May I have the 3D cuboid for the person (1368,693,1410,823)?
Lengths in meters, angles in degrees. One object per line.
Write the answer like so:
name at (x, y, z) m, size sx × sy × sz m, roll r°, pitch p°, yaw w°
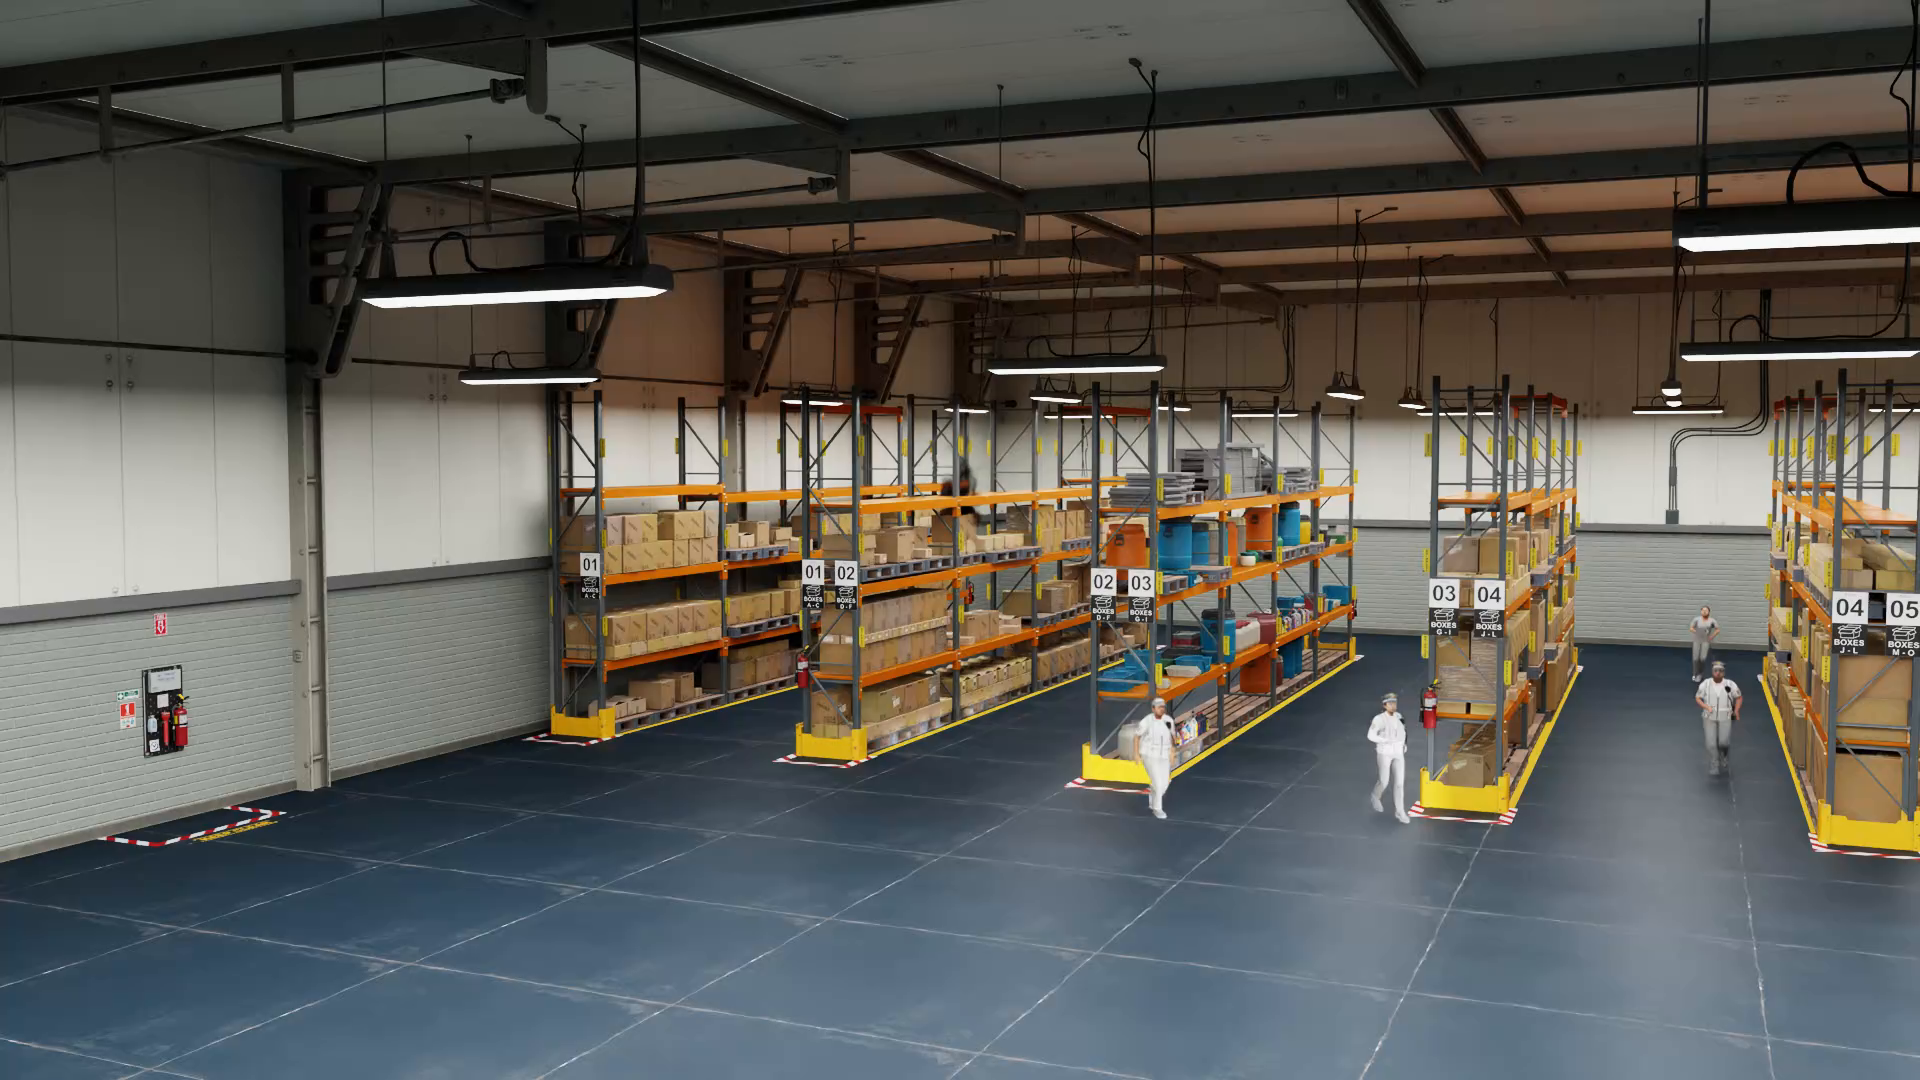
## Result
person at (5.807, 2.898, 22.431) m, size 0.628 × 1.690 × 0.852 m, roll -1°, pitch 3°, yaw -13°

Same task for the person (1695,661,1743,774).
person at (11.615, 2.727, 25.475) m, size 0.658 × 1.743 × 0.565 m, roll 2°, pitch 4°, yaw 26°

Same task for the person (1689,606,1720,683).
person at (15.861, 2.223, 35.483) m, size 0.573 × 1.657 × 0.653 m, roll 2°, pitch 4°, yaw 33°

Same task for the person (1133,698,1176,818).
person at (2.671, 2.960, 22.758) m, size 0.623 × 1.594 × 0.597 m, roll -1°, pitch 3°, yaw -17°
